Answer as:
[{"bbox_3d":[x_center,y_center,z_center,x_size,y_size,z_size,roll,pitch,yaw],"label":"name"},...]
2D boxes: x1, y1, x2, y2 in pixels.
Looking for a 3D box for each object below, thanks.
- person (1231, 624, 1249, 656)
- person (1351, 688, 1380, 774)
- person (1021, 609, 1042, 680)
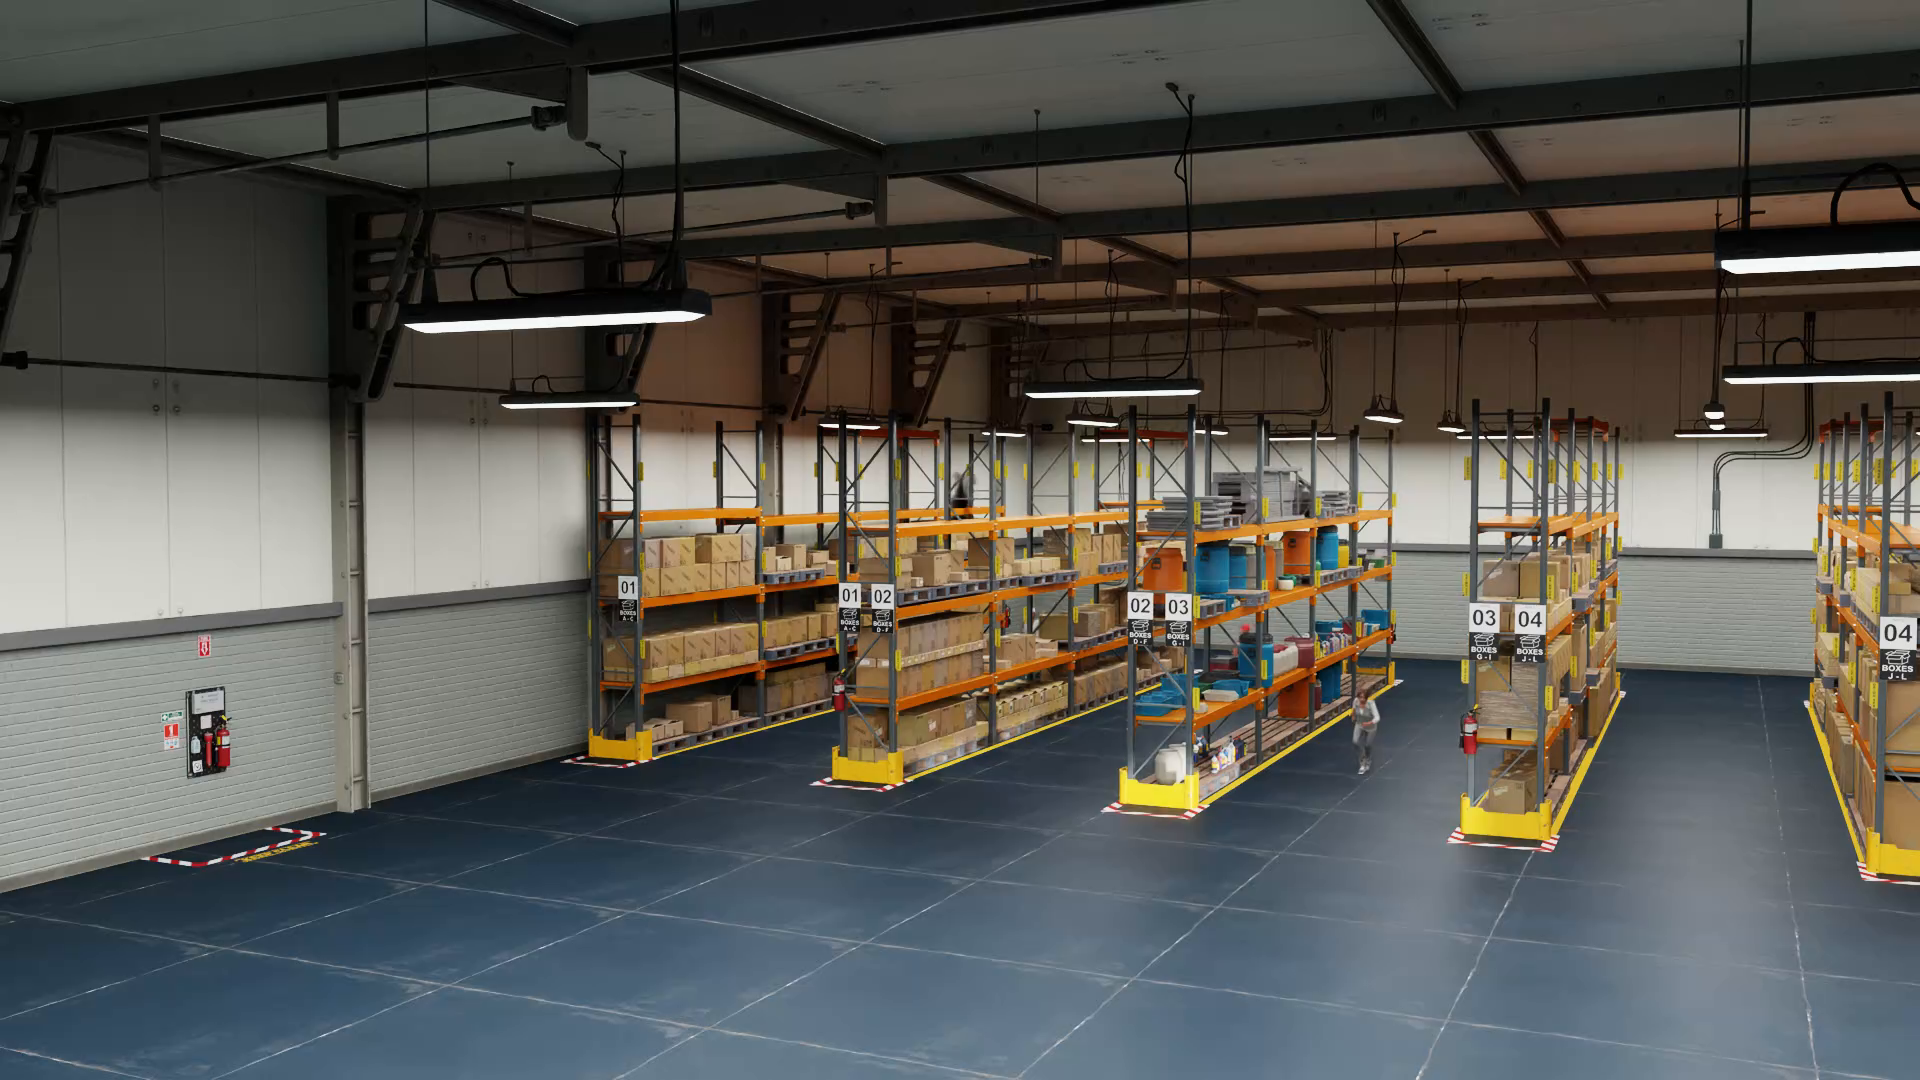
[{"bbox_3d":[6.035,2.666,35.470,0.766,1.781,0.735,-1,3,-30],"label":"person"},{"bbox_3d":[6.752,3.142,27.622,0.549,1.408,1.001,1,3,28],"label":"person"},{"bbox_3d":[1.714,2.490,39.361,0.615,1.781,0.998,1,2,17],"label":"person"}]
